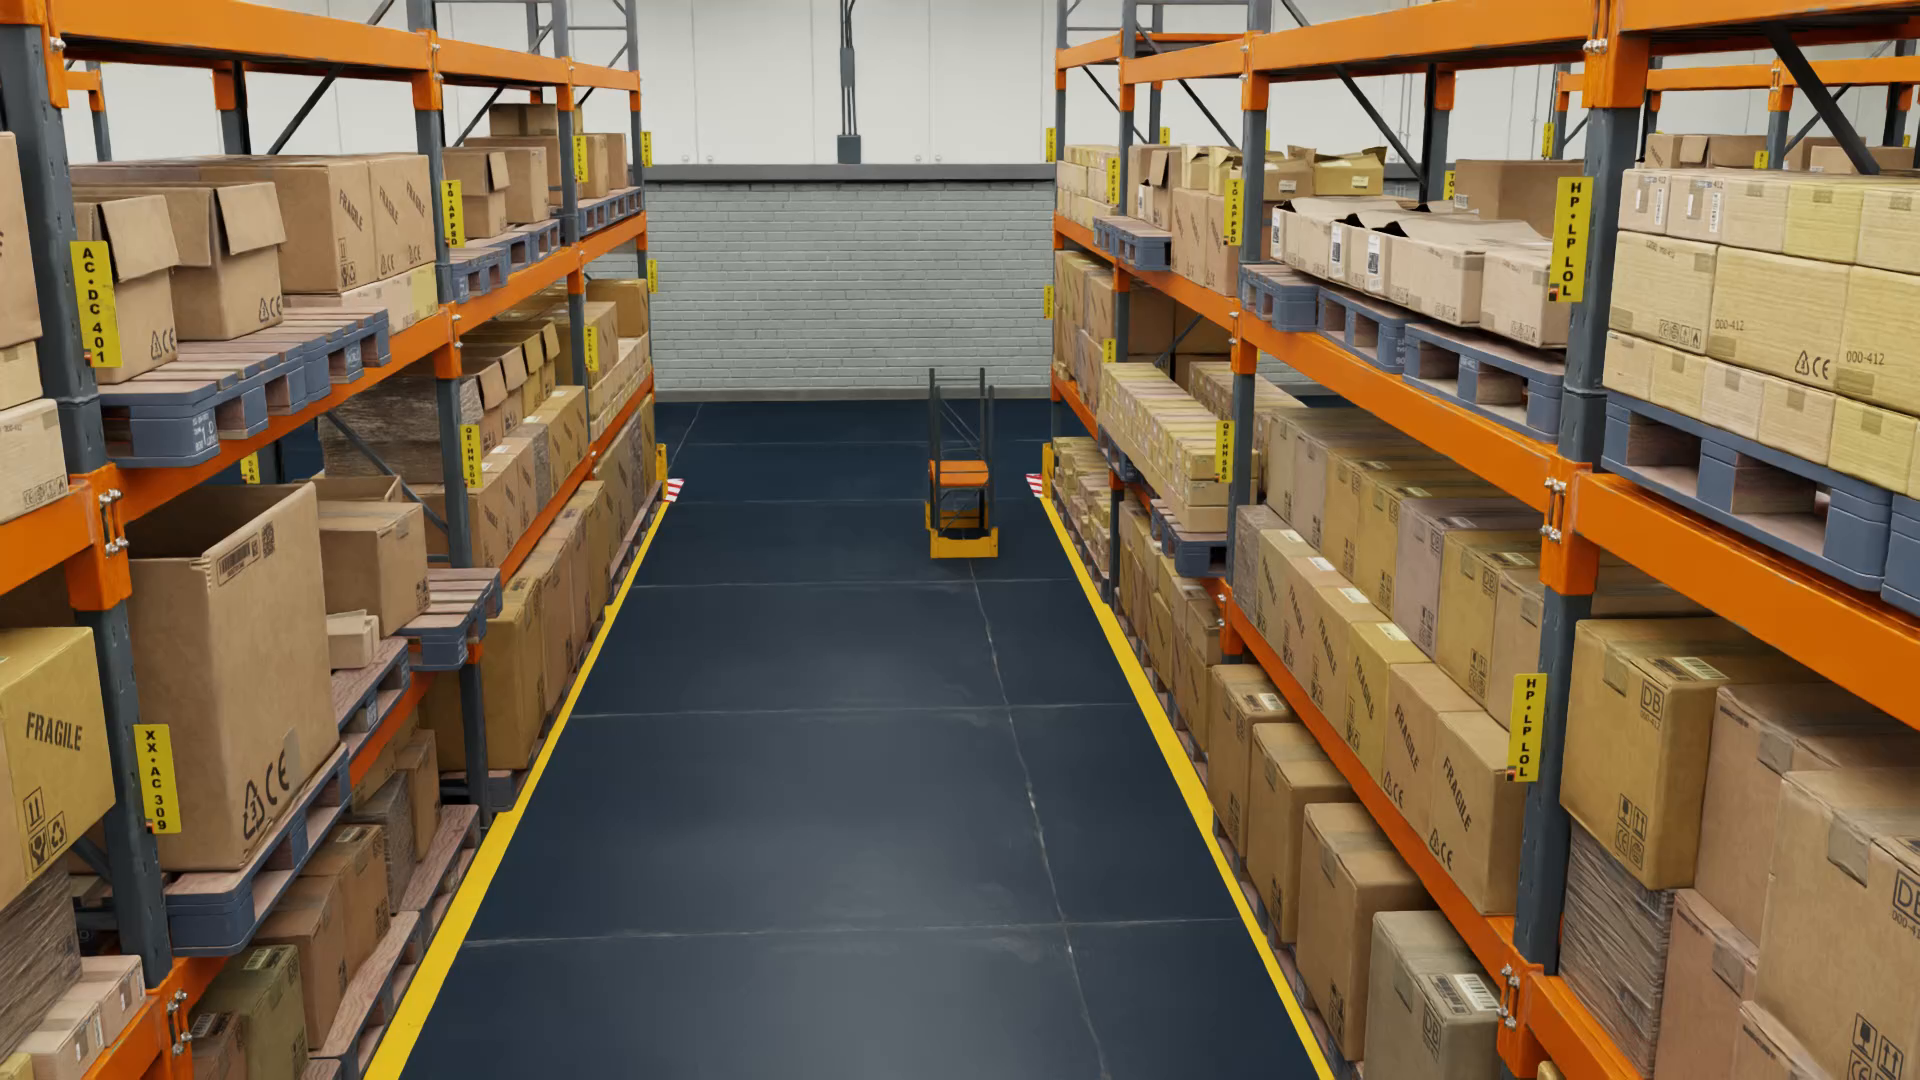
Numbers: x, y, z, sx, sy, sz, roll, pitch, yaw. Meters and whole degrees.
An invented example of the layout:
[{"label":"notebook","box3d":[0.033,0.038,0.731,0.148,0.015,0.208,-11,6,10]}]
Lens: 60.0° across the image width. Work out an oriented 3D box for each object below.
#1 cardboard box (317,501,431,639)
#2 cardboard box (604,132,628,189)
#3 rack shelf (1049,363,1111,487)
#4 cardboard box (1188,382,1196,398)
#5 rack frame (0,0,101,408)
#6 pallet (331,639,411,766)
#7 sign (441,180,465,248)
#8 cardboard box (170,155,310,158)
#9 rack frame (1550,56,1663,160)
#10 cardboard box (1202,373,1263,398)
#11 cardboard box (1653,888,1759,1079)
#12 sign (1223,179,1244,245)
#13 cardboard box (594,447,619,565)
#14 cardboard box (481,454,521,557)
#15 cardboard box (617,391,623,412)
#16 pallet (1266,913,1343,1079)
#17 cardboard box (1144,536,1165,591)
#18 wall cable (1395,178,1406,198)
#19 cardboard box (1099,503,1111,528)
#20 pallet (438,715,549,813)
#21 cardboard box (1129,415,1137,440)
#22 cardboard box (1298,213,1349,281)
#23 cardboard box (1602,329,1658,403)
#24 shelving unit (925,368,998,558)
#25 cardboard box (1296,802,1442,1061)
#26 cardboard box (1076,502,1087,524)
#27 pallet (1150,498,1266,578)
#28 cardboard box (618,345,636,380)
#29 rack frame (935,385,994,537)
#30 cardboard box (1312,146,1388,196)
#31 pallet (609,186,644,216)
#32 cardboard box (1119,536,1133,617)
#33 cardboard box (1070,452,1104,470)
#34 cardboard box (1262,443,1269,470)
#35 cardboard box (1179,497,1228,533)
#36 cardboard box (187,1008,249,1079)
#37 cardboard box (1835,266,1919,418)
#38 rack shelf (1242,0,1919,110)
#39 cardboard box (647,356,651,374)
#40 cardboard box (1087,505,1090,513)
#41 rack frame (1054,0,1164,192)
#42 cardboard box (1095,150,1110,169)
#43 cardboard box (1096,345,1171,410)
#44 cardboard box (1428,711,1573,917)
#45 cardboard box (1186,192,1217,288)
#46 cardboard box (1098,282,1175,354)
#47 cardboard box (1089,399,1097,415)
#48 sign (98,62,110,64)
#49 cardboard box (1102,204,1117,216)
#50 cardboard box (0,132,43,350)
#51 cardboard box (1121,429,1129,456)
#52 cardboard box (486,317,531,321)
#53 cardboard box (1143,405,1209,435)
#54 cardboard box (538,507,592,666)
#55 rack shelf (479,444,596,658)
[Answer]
[{"label":"cardboard box","box3d":[-2.834,0.125,7.478,0.700,0.500,0.500,1,14,5]},{"label":"cardboard box","box3d":[-3.451,-3.508,15.378,0.700,0.500,0.500,-2,15,-7]},{"label":"rack shelf","box3d":[1.543,-1.090,14.685,1.077,0.370,4.000,-1,14,-3]},{"label":"cardboard box","box3d":[1.889,-1.070,12.231,0.380,0.149,0.250,0,14,-2]},{"label":"rack frame","box3d":[-2.794,-1.805,3.982,1.000,3.000,0.127,-1,14,-3]},{"label":"pallet","box3d":[-2.878,0.690,6.709,1.003,0.211,1.213,-1,14,-3]},{"label":"sign","box3d":[-2.500,-1.605,8.188,0.100,0.325,0.005,-1,14,-3]},{"label":"cardboard box","box3d":[-3.269,-1.517,7.677,0.500,0.500,0.500,-1,14,-3]},{"label":"rack frame","box3d":[6.354,-4.942,16.176,1.000,3.000,0.127,-1,14,-3]},{"label":"cardboard box","box3d":[1.919,-1.082,11.681,0.380,0.149,0.250,-1,14,-5]},{"label":"cardboard box","box3d":[2.254,1.204,4.024,0.875,0.550,0.550,-1,14,-3]},{"label":"sign","box3d":[1.373,-1.641,8.327,0.100,0.325,0.005,-1,14,-3]},{"label":"cardboard box","box3d":[-3.250,-0.229,13.317,0.875,0.875,0.875,-1,14,-3]},{"label":"cardboard box","box3d":[-2.834,-0.196,9.568,0.500,0.500,0.500,-1,14,-5]},{"label":"cardboard box","box3d":[-3.056,-1.168,14.052,0.380,0.149,0.250,-1,14,-3]},{"label":"pallet","box3d":[1.961,1.905,7.200,1.003,0.211,1.213,-1,14,-3]},{"label":"cardboard box","box3d":[1.512,0.151,11.090,0.500,0.250,0.500,0,14,-1]},{"label":"wall cable","box3d":[5.981,-3.946,22.242,0.585,1.953,0.123,-1,14,-3]},{"label":"cardboard box","box3d":[1.330,-0.199,13.464,0.380,0.149,0.250,-1,14,-3]},{"label":"pallet","box3d":[-3.015,1.259,9.710,1.003,0.211,1.213,-1,14,-3]},{"label":"cardboard box","box3d":[1.319,-0.735,10.928,0.380,0.149,0.250,-1,14,-4]},{"label":"cardboard box","box3d":[1.772,-1.270,7.179,0.500,0.250,0.500,0,14,-2]},{"label":"cardboard box","box3d":[1.846,-0.438,4.150,0.380,0.149,0.250,-1,14,-4]},{"label":"shelving unit","box3d":[0.005,-0.707,14.766,0.587,1.500,1.083,-1,14,-3]},{"label":"cardboard box","box3d":[1.979,1.542,6.685,1.050,0.750,0.750,-1,14,-3]},{"label":"cardboard box","box3d":[1.242,-0.238,14.811,0.380,0.149,0.250,-1,14,-3]},{"label":"pallet","box3d":[1.765,-0.028,9.502,1.213,0.211,1.003,-1,14,-3]},{"label":"cardboard box","box3d":[-3.180,-1.586,14.875,0.500,0.250,0.500,-1,14,-5]},{"label":"rack frame","box3d":[0.037,-0.579,14.266,0.500,1.500,0.032,-1,14,-3]},{"label":"cardboard box","box3d":[2.133,-2.051,9.220,0.396,0.266,0.258,-1,14,-3]},{"label":"pallet","box3d":[-3.481,-3.109,15.249,1.003,0.211,1.213,-1,14,-3]},{"label":"cardboard box","box3d":[1.448,0.255,12.191,0.500,0.500,0.500,0,14,-1]},{"label":"cardboard box","box3d":[1.236,-0.719,15.485,0.380,0.149,0.250,-2,15,-6]},{"label":"cardboard box","box3d":[2.031,-0.491,9.980,0.380,0.149,0.250,-1,14,-3]},{"label":"cardboard box","box3d":[1.426,-0.143,9.224,0.380,0.149,0.250,-1,14,-3]},{"label":"cardboard box","box3d":[-2.810,1.945,5.581,0.700,0.500,0.500,-2,15,-8]},{"label":"cardboard box","box3d":[1.978,-0.350,3.008,0.500,0.250,0.500,-1,14,-4]},{"label":"rack shelf","box3d":[2.039,-1.812,6.254,1.077,0.370,4.000,-1,14,-3]},{"label":"cardboard box","box3d":[-3.186,-1.679,16.035,0.380,0.149,0.250,-1,14,-2]},{"label":"cardboard box","box3d":[1.318,-0.308,14.486,0.380,0.149,0.250,-2,15,-6]},{"label":"rack frame","box3d":[1.420,-4.841,15.781,1.000,3.000,0.127,-1,14,-3]},{"label":"cardboard box","box3d":[1.302,-3.088,13.488,0.380,0.149,0.250,-1,15,-6]},{"label":"cardboard box","box3d":[1.355,-1.249,13.063,0.500,0.500,0.500,-1,14,-3]},{"label":"cardboard box","box3d":[1.864,0.875,5.405,0.500,0.500,0.500,-1,14,-4]},{"label":"cardboard box","box3d":[1.582,-1.709,9.429,0.500,0.500,0.500,-1,14,-3]},{"label":"cardboard box","box3d":[1.368,-1.730,12.926,0.500,0.500,0.500,-1,14,-5]},{"label":"cardboard box","box3d":[1.296,-1.148,13.971,0.380,0.149,0.250,-2,15,-6]},{"label":"sign","box3d":[-7.933,-4.569,15.373,0.100,0.325,0.005,-1,14,-3]},{"label":"cardboard box","box3d":[1.367,-2.438,12.765,0.500,0.250,0.500,-1,14,-2]},{"label":"cardboard box","box3d":[-2.511,-0.679,3.824,0.500,0.500,0.500,-1,14,-5]},{"label":"cardboard box","box3d":[1.298,-0.660,11.234,0.380,0.149,0.250,-2,15,-6]},{"label":"cardboard box","box3d":[-3.585,-1.434,12.779,0.500,0.500,0.500,0,14,-2]},{"label":"cardboard box","box3d":[1.349,-0.752,10.397,0.380,0.149,0.250,0,14,-1]},{"label":"cardboard box","box3d":[-3.174,0.318,11.193,1.225,0.875,0.875,-1,14,-5]},{"label":"rack shelf","box3d":[-3.165,-0.043,10.619,1.077,0.370,4.000,-1,14,-3]}]
